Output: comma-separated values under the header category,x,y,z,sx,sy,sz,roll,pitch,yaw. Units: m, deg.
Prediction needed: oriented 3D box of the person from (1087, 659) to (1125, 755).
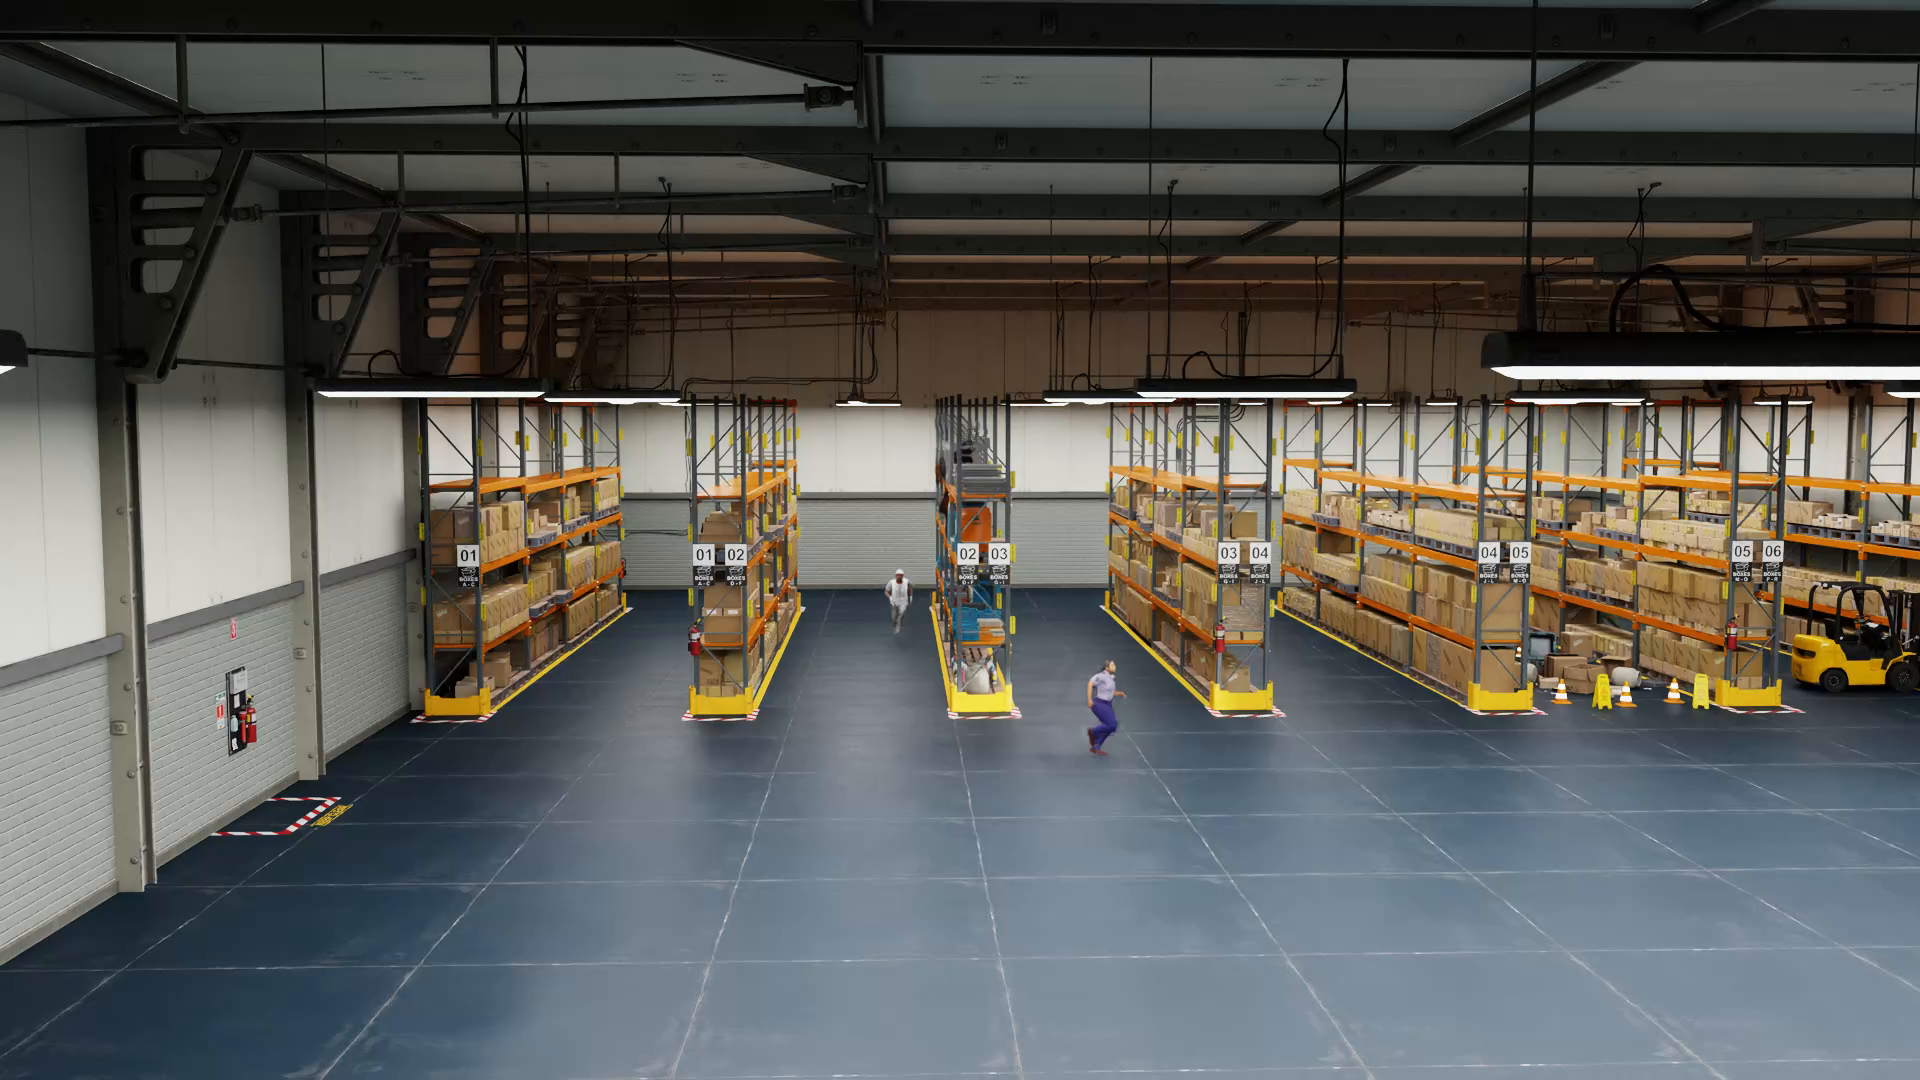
category,x,y,z,sx,sy,sz,roll,pitch,yaw
person,2.428,2.772,27.510,0.606,1.599,0.645,2,5,25

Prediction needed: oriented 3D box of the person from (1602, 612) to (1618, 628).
category,x,y,z,sx,sy,sz,roll,pitch,yaw
person,16.269,1.543,41.935,0.658,1.758,0.790,-1,5,-15

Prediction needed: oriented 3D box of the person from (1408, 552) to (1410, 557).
category,x,y,z,sx,sy,sz,roll,pitch,yaw
person,13.306,1.026,49.224,0.545,1.651,0.609,-1,5,-14

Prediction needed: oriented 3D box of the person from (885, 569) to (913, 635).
category,x,y,z,sx,sy,sz,roll,pitch,yaw
person,-1.503,1.540,40.907,0.706,1.677,0.982,0,5,-4
